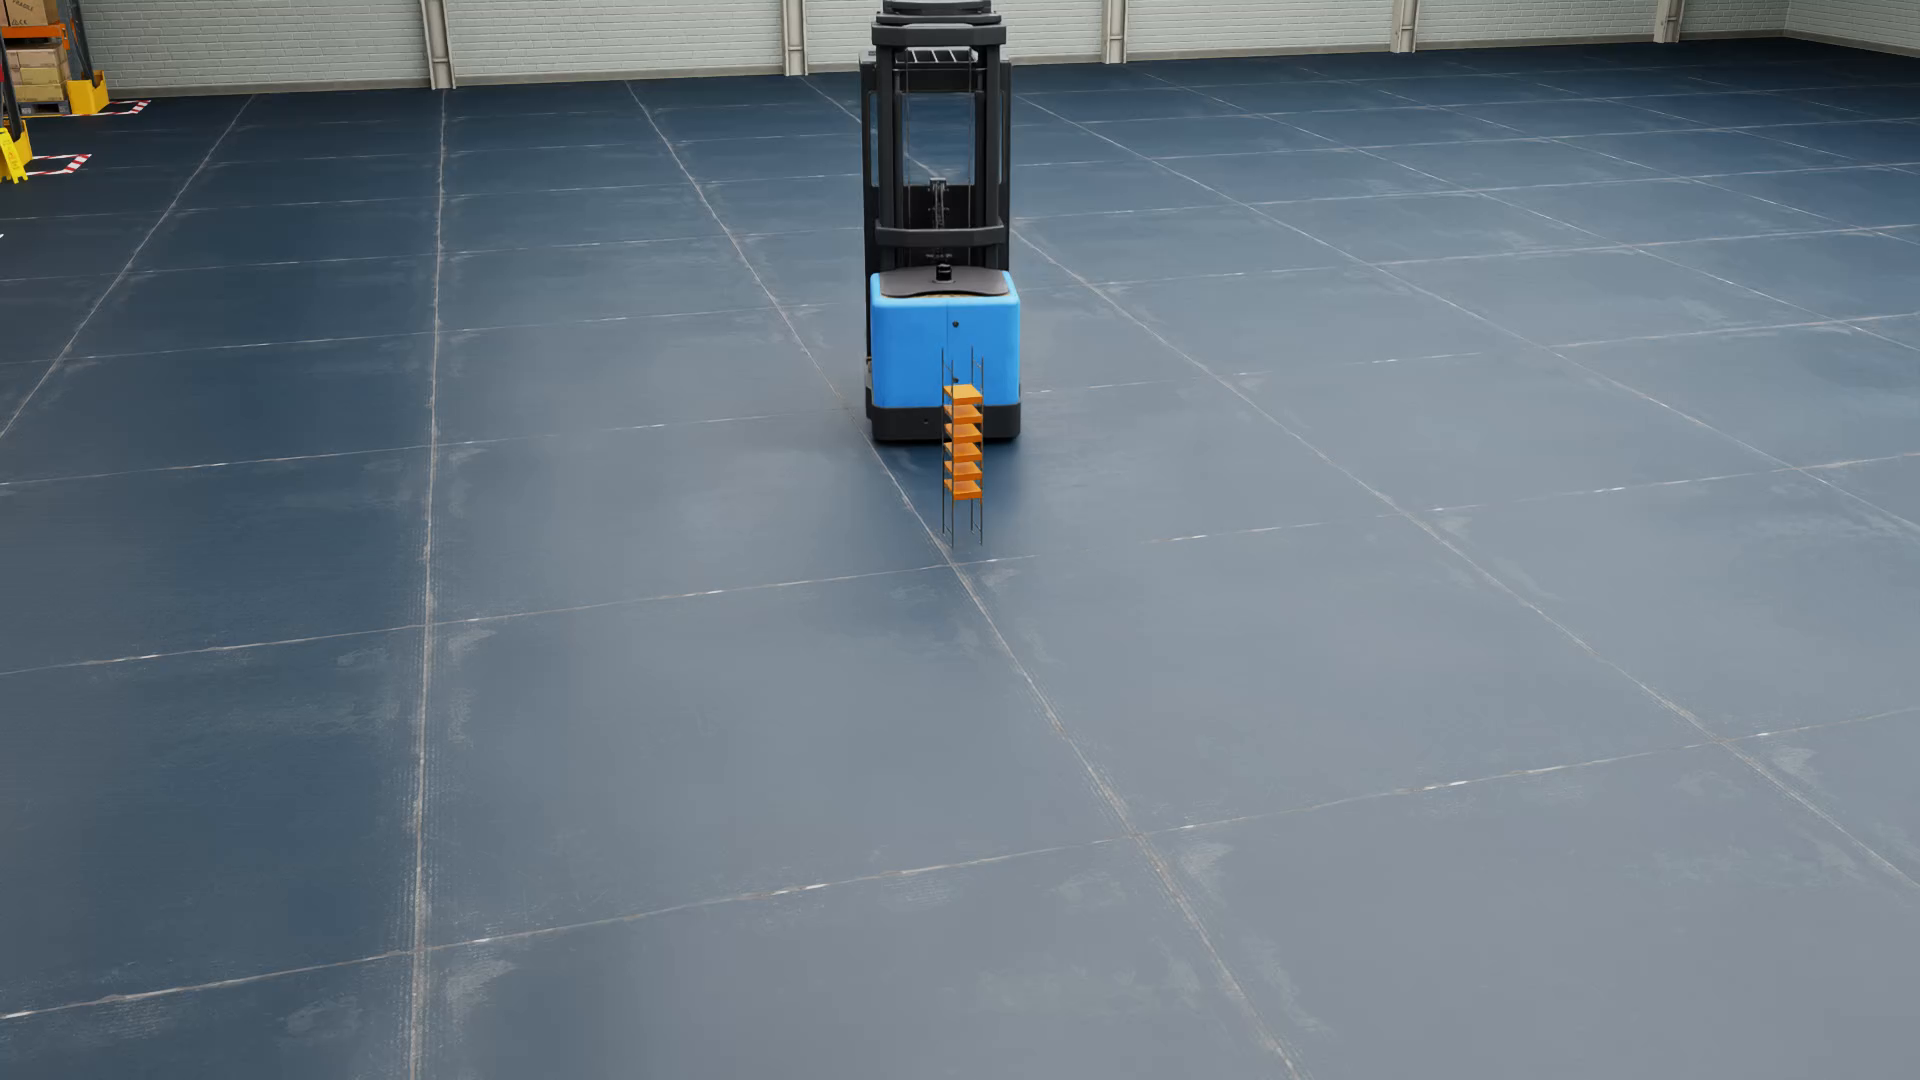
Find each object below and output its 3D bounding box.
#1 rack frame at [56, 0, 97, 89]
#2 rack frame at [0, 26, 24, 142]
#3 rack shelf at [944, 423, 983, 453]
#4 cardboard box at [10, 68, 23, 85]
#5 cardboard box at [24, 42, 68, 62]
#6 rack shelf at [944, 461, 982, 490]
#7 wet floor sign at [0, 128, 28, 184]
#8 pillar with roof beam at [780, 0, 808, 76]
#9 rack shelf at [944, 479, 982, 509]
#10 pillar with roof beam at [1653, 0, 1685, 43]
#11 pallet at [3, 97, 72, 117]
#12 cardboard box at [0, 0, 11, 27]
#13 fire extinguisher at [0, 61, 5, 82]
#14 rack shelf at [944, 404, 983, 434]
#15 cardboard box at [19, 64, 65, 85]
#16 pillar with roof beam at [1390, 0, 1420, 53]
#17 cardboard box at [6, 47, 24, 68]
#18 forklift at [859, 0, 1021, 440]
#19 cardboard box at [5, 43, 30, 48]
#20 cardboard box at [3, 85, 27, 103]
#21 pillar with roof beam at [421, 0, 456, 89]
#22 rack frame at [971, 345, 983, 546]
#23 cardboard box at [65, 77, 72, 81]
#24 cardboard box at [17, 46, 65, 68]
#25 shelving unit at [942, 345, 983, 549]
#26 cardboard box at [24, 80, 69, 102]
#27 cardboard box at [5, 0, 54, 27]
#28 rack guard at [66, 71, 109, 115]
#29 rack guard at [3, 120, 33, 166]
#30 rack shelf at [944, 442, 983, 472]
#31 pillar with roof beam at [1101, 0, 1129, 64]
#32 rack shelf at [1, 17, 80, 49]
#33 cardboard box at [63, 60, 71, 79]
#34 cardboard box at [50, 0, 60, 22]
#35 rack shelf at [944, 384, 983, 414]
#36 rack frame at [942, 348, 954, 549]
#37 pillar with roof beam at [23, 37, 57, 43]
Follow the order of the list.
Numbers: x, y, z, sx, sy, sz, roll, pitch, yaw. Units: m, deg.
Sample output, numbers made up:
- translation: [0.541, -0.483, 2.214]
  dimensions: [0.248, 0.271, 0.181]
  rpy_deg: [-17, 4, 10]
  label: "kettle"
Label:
- translation: [-13.559, -8.095, 25.313]
  dimensions: [0.127, 3.000, 1.000]
  rpy_deg: [-6, 24, -14]
  label: "rack frame"
- translation: [-12.215, -6.211, 20.922]
  dimensions: [0.127, 3.000, 1.000]
  rpy_deg: [-6, 24, -14]
  label: "rack frame"
- translation: [0.014, -0.622, 9.987]
  dimensions: [0.180, 0.103, 0.258]
  rpy_deg: [-6, 24, -14]
  label: "rack shelf"
- translation: [-14.429, -7.035, 25.161]
  dimensions: [0.500, 0.250, 0.500]
  rpy_deg: [-7, 24, -15]
  label: "cardboard box"
- translation: [-14.073, -7.505, 25.623]
  dimensions: [0.500, 0.250, 0.500]
  rpy_deg: [-7, 24, -15]
  label: "cardboard box"
- translation: [0.014, -0.402, 10.082]
  dimensions: [0.180, 0.103, 0.258]
  rpy_deg: [-6, 24, -14]
  label: "rack shelf"
- translation: [-11.743, -4.743, 20.486]
  dimensions: [0.232, 0.644, 0.267]
  rpy_deg: [2, 23, 4]
  label: "wet floor sign"
- translation: [-1.756, -10.764, 23.924]
  dimensions: [0.400, 9.000, 9.100]
  rpy_deg: [-6, 24, -14]
  label: "pillar with roof beam"
- translation: [0.014, -0.292, 10.129]
  dimensions: [0.180, 0.103, 0.258]
  rpy_deg: [-6, 24, -14]
  label: "rack shelf"
- translation: [15.575, -12.681, 28.392]
  dimensions: [0.400, 9.000, 9.100]
  rpy_deg: [-6, 24, -14]
  label: "pillar with roof beam"
- translation: [-14.284, -6.717, 25.635]
  dimensions: [1.213, 0.211, 1.003]
  rpy_deg: [-6, 24, -14]
  label: "pallet"
- translation: [-14.464, -7.937, 24.818]
  dimensions: [0.500, 0.500, 0.500]
  rpy_deg: [-6, 24, -13]
  label: "cardboard box"
- translation: [-11.980, -6.013, 20.557]
  dimensions: [0.183, 0.674, 0.296]
  rpy_deg: [-6, 24, -14]
  label: "fire extinguisher"
- translation: [0.014, -0.733, 9.940]
  dimensions: [0.180, 0.103, 0.258]
  rpy_deg: [-6, 24, -14]
  label: "rack shelf"
- translation: [-13.943, -7.084, 25.276]
  dimensions: [0.500, 0.250, 0.500]
  rpy_deg: [-7, 24, -15]
  label: "cardboard box"
- translation: [9.798, -12.042, 26.903]
  dimensions: [0.400, 9.000, 9.100]
  rpy_deg: [-6, 24, -14]
  label: "pillar with roof beam"
- translation: [-14.408, -7.260, 25.053]
  dimensions: [0.500, 0.250, 0.500]
  rpy_deg: [-6, 24, -13]
  label: "cardboard box"
- translation: [-0.191, -2.589, 12.567]
  dimensions: [1.130, 2.935, 3.031]
  rpy_deg: [-2, 23, -4]
  label: "forklift"
- translation: [-14.553, -7.450, 25.496]
  dimensions: [0.500, 0.250, 0.500]
  rpy_deg: [-6, 24, -14]
  label: "cardboard box"
- translation: [-14.408, -6.805, 25.261]
  dimensions: [0.500, 0.250, 0.500]
  rpy_deg: [-6, 24, -14]
  label: "cardboard box"
- translation: [-7.533, -10.125, 22.435]
  dimensions: [0.400, 9.000, 9.100]
  rpy_deg: [-6, 24, -14]
  label: "pillar with roof beam"
- translation: [0.102, -0.563, 10.040]
  dimensions: [0.006, 1.200, 0.240]
  rpy_deg: [-6, 24, -14]
  label: "rack frame"
- translation: [-14.085, -7.047, 25.823]
  dimensions: [0.500, 0.250, 0.500]
  rpy_deg: [-6, 24, -14]
  label: "cardboard box"
- translation: [-13.918, -7.317, 25.185]
  dimensions: [0.500, 0.250, 0.500]
  rpy_deg: [-5, 24, -13]
  label: "cardboard box"
- translation: [0.014, -0.553, 10.017]
  dimensions: [0.189, 1.200, 0.258]
  rpy_deg: [-6, 24, -14]
  label: "shelving unit"
- translation: [-13.926, -6.855, 25.376]
  dimensions: [0.500, 0.250, 0.500]
  rpy_deg: [-6, 24, -14]
  label: "cardboard box"
- translation: [-13.962, -7.989, 24.938]
  dimensions: [0.500, 0.500, 0.500]
  rpy_deg: [-7, 24, -16]
  label: "cardboard box"
- translation: [-13.536, -6.949, 25.811]
  dimensions: [0.348, 0.500, 1.175]
  rpy_deg: [-6, 24, -14]
  label: "rack guard"
- translation: [-12.288, -5.054, 21.396]
  dimensions: [0.348, 0.500, 1.175]
  rpy_deg: [-6, 24, -14]
  label: "rack guard"
- translation: [0.014, -0.512, 10.035]
  dimensions: [0.180, 0.103, 0.258]
  rpy_deg: [-6, 24, -14]
  label: "rack shelf"
- translation: [4.021, -11.403, 25.413]
  dimensions: [0.400, 9.000, 9.100]
  rpy_deg: [-6, 24, -14]
  label: "pillar with roof beam"
- translation: [-15.485, -7.552, 24.958]
  dimensions: [4.000, 0.370, 1.077]
  rpy_deg: [-6, 24, -14]
  label: "rack shelf"
- translation: [-14.068, -7.283, 25.740]
  dimensions: [0.500, 0.250, 0.500]
  rpy_deg: [-6, 24, -13]
  label: "cardboard box"
- translation: [-14.111, -8.194, 25.416]
  dimensions: [0.500, 0.500, 0.500]
  rpy_deg: [-6, 24, -13]
  label: "cardboard box"
- translation: [0.014, -0.843, 9.893]
  dimensions: [0.180, 0.103, 0.258]
  rpy_deg: [-6, 24, -14]
  label: "rack shelf"
- translation: [-0.074, -0.543, 9.994]
  dimensions: [0.006, 1.200, 0.240]
  rpy_deg: [-6, 24, -14]
  label: "rack frame"
- translation: [-13.310, -9.486, 20.945]
  dimensions: [0.400, 9.000, 9.100]
  rpy_deg: [-6, 24, -14]
  label: "pillar with roof beam"
